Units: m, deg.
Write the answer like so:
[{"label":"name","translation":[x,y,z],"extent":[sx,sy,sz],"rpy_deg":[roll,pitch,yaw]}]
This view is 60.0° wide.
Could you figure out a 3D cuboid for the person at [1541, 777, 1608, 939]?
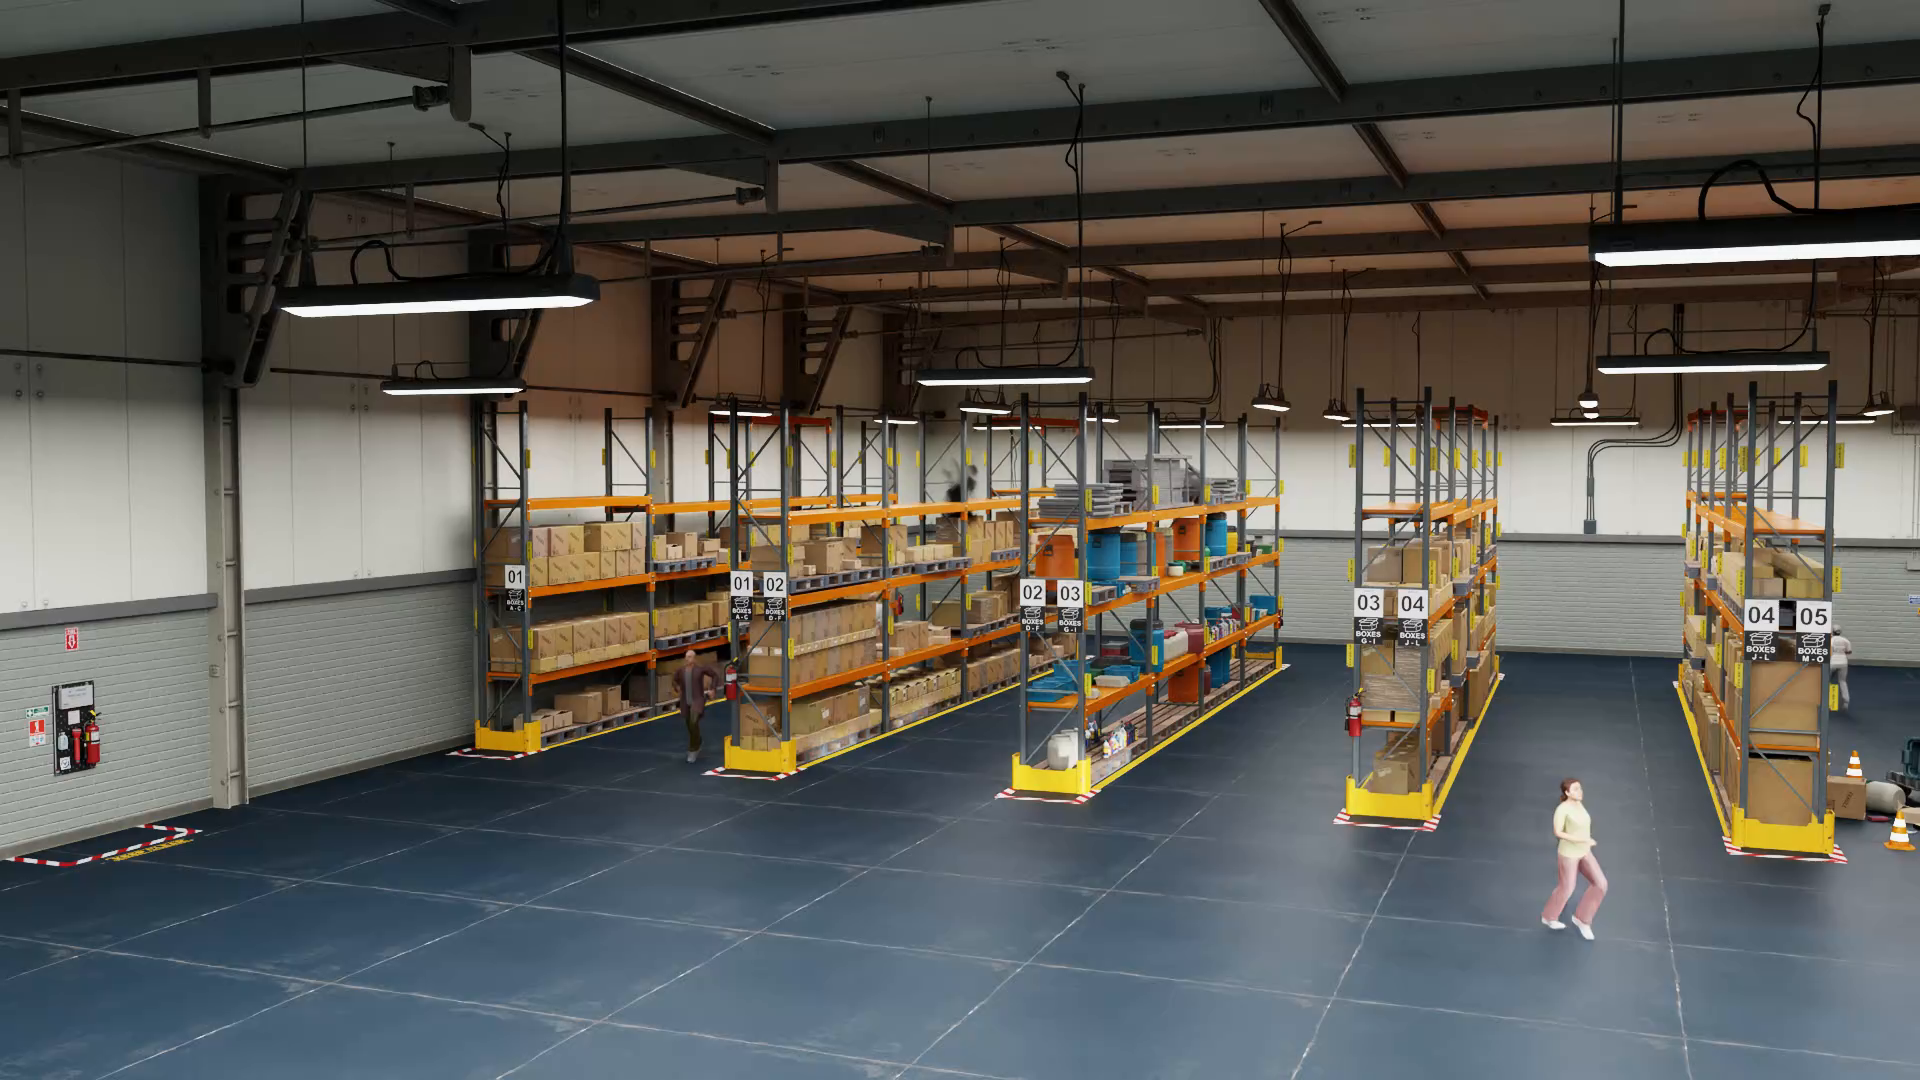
[{"label":"person","translation":[6.433,3.330,17.476],"extent":[0.580,1.684,0.673],"rpy_deg":[-2,3,-31]}]

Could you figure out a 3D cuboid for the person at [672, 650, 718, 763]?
[{"label":"person","translation":[-4.451,2.751,27.774],"extent":[0.781,1.836,0.878],"rpy_deg":[1,3,17]}]

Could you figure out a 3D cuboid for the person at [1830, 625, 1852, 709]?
[{"label":"person","translation":[17.487,2.541,33.181],"extent":[0.624,1.694,0.875],"rpy_deg":[0,3,7]}]

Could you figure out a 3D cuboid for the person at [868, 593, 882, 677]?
[{"label":"person","translation":[-1.890,2.085,36.383],"extent":[0.662,1.773,0.984],"rpy_deg":[1,3,11]}]
